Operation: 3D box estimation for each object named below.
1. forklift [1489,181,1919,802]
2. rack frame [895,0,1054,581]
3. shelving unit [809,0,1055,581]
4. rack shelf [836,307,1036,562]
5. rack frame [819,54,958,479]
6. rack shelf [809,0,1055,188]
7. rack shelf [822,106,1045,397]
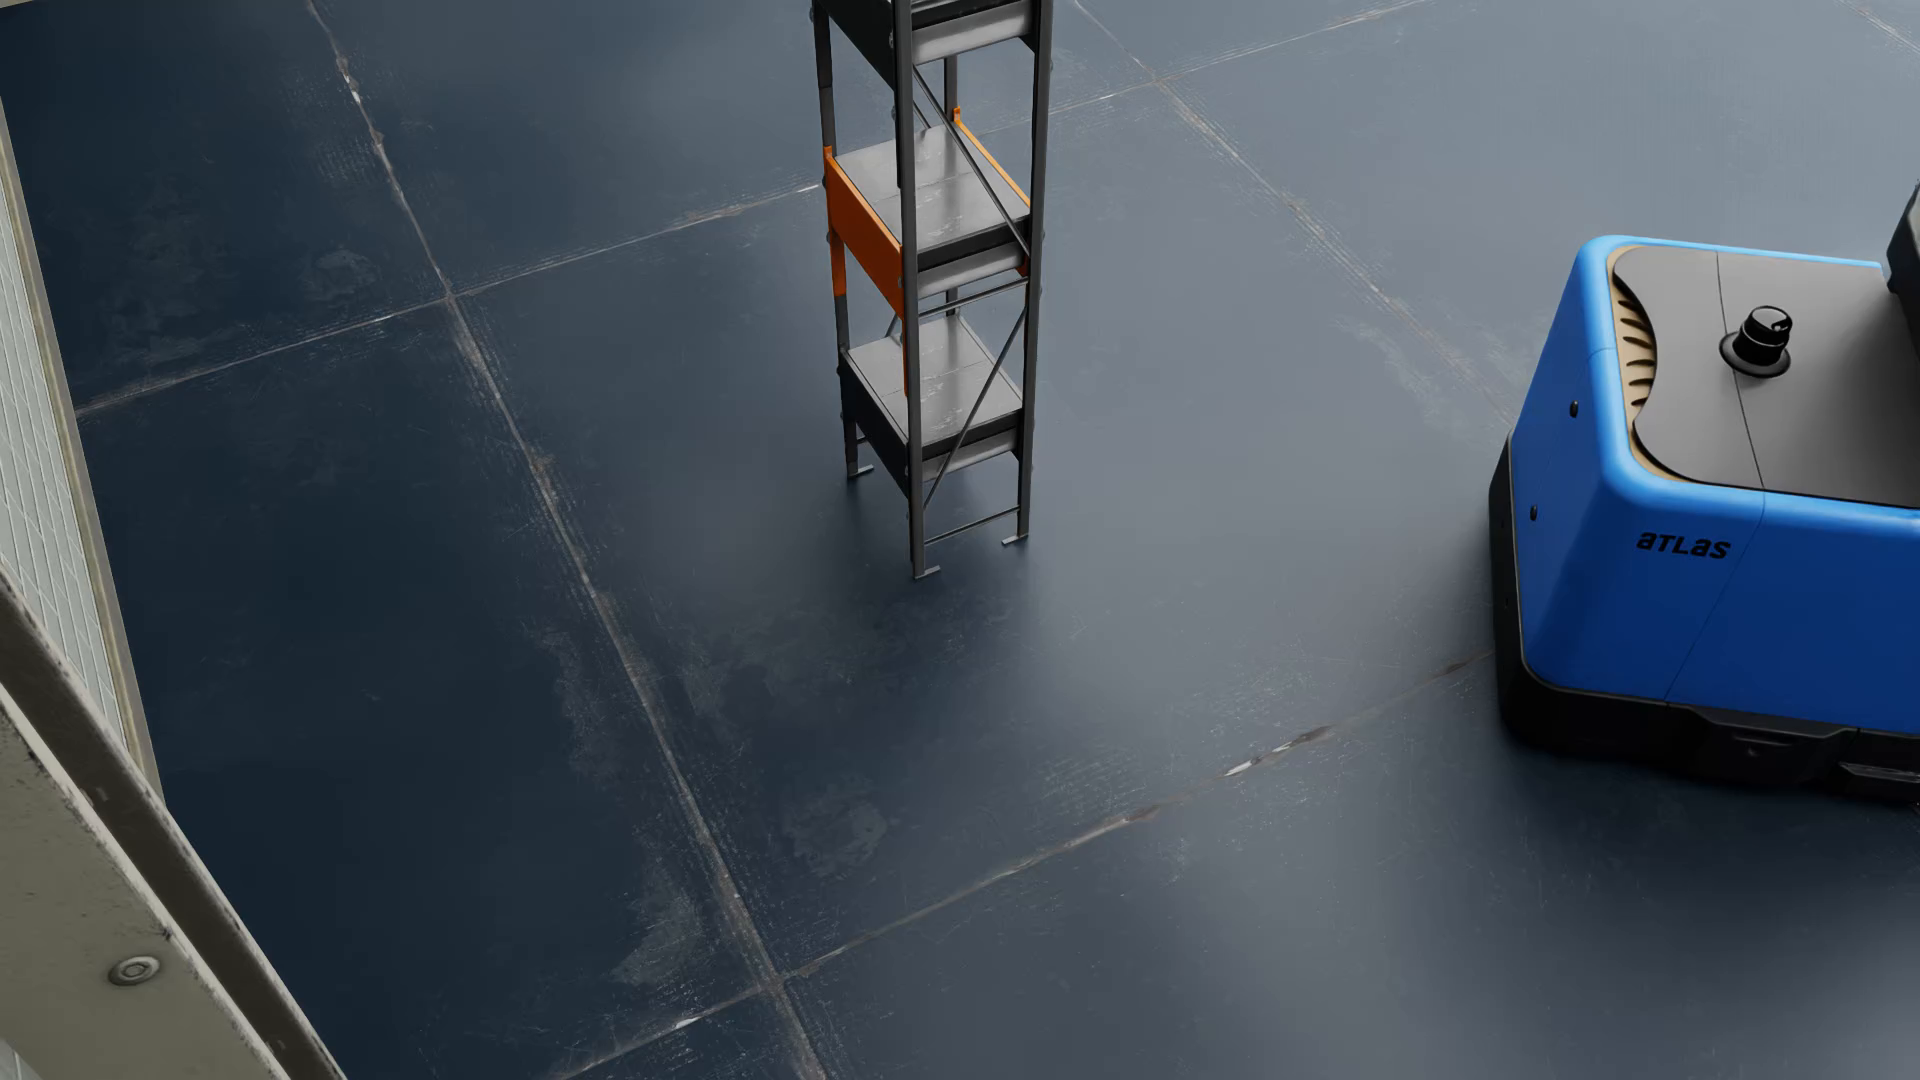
[{"bbox_3d":[3.101,-0.561,3.793,3.031,2.935,1.130,7,49,6],"label":"forklift"},{"bbox_3d":[0.036,-0.639,4.414,0.400,2.100,0.015,-21,52,-18],"label":"rack frame"},{"bbox_3d":[-0.076,-0.802,4.557,0.431,2.100,0.503,-21,52,-18],"label":"shelving unit"},{"bbox_3d":[-0.076,-0.332,5.094,0.431,0.518,0.480,-21,52,-18],"label":"rack shelf"},{"bbox_3d":[-0.187,-0.965,4.699,0.400,2.100,0.015,-21,52,-18],"label":"rack frame"},{"bbox_3d":[-0.076,-1.254,4.040,0.431,0.518,0.480,-21,52,-18],"label":"rack shelf"},{"bbox_3d":[-0.076,-0.793,4.567,0.431,0.518,0.480,-21,52,-18],"label":"rack shelf"}]
